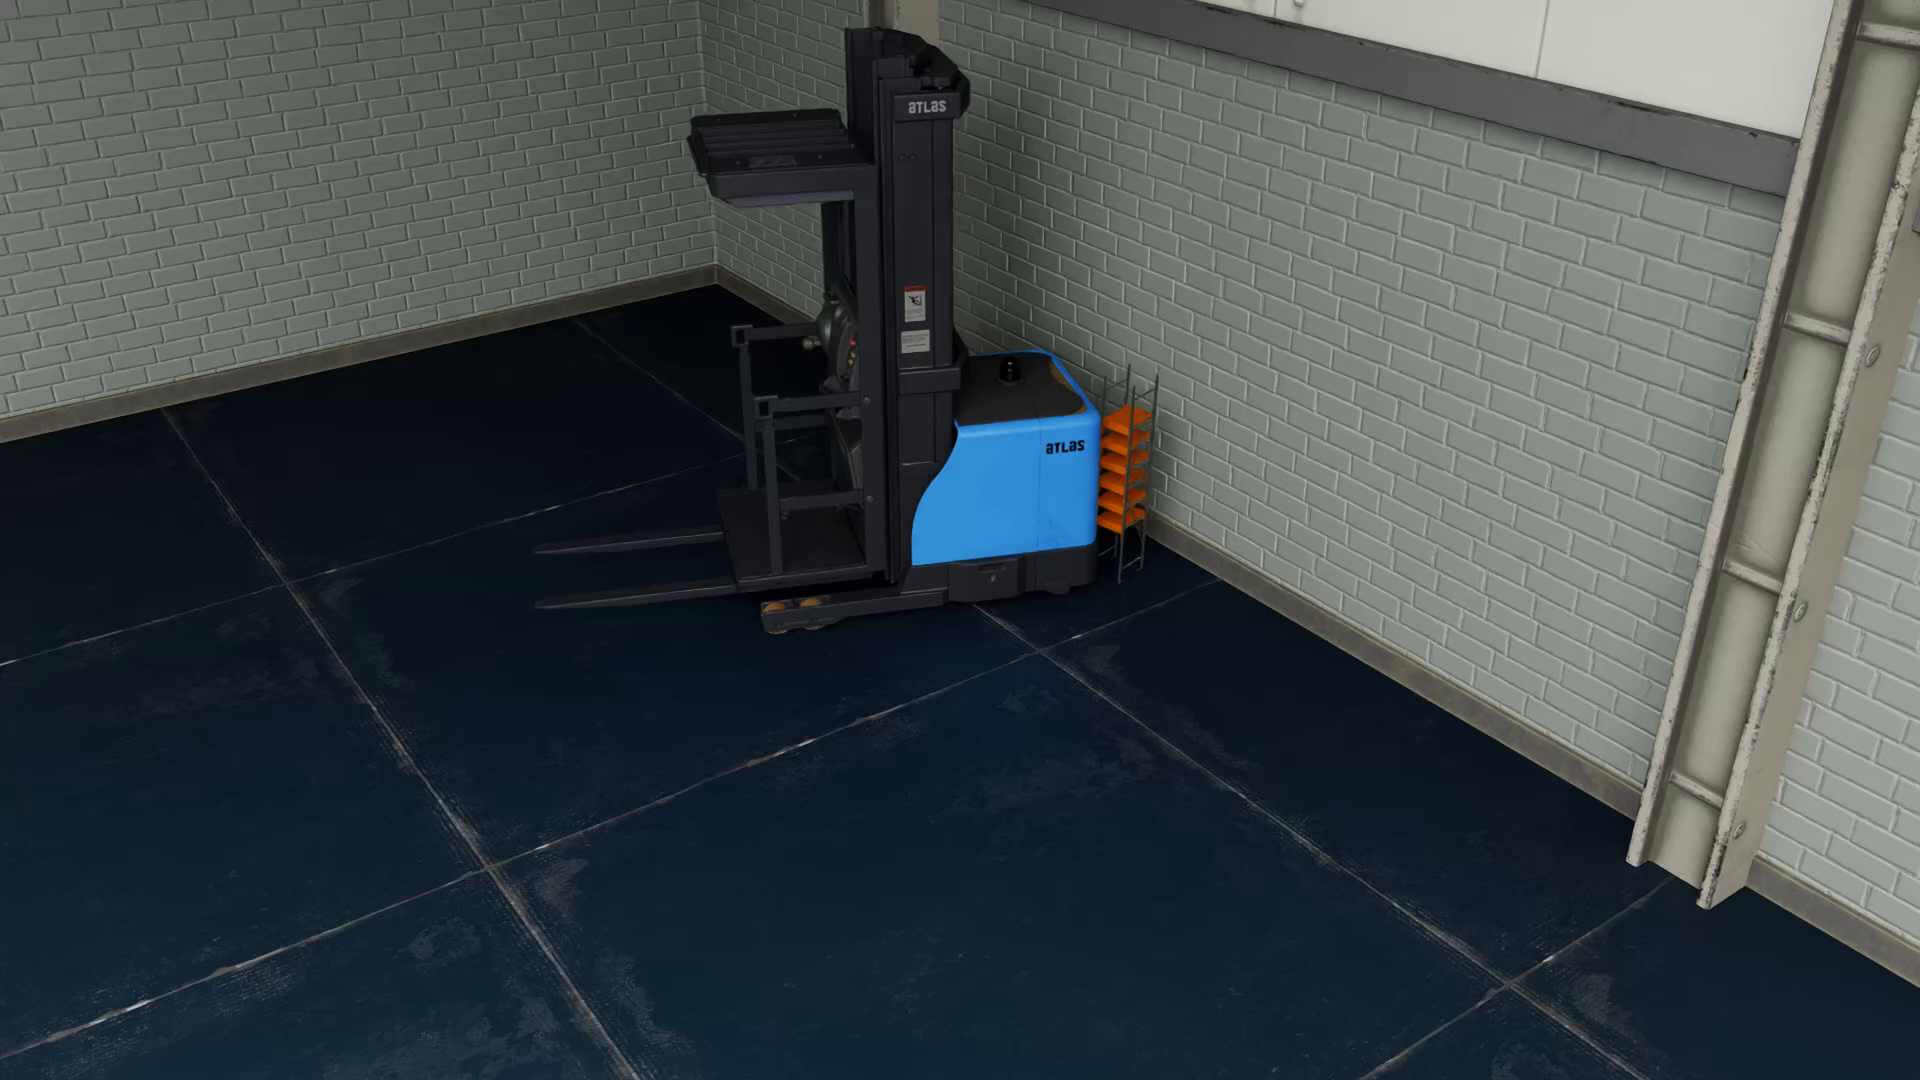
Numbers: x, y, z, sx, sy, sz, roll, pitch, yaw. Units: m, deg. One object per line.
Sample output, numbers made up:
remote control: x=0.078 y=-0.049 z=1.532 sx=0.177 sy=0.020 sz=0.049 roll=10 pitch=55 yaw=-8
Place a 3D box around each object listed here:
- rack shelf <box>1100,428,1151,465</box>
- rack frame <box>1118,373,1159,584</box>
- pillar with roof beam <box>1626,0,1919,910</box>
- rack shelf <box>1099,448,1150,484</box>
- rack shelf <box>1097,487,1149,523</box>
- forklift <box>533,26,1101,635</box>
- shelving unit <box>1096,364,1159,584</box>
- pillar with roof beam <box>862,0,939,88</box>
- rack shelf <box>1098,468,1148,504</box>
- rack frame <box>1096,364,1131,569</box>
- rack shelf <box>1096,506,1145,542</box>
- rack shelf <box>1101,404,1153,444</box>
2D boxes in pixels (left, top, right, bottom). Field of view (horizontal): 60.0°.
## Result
rack shelf: x=0.906 y=-0.524 z=9.043 sx=0.180 sy=0.103 sz=0.258 roll=23 pitch=36 yaw=33
rack frame: x=0.973 y=-0.323 z=9.088 sx=0.006 sy=1.200 sz=0.240 roll=23 pitch=36 yaw=33
pillar with roof beam: x=-0.389 y=-1.342 z=2.793 sx=9.100 sy=9.000 sz=0.400 roll=-19 pitch=34 yaw=-31
rack shelf: x=0.904 y=-0.419 z=9.102 sx=0.180 sy=0.103 sz=0.258 roll=23 pitch=36 yaw=33
rack shelf: x=0.900 y=-0.210 z=9.219 sx=0.180 sy=0.103 sz=0.258 roll=23 pitch=36 yaw=33
forklift: x=-0.814 y=-1.064 z=8.638 sx=3.031 sy=2.935 sz=1.130 roll=-6 pitch=29 yaw=-12
shelving unit: x=0.902 y=-0.353 z=9.139 sx=0.189 sy=1.200 sz=0.258 roll=23 pitch=36 yaw=33
pillar with roof beam: x=-3.869 y=-3.675 z=7.088 sx=9.100 sy=9.000 sz=0.400 roll=-19 pitch=34 yaw=-31
rack shelf: x=0.902 y=-0.315 z=9.161 sx=0.180 sy=0.103 sz=0.258 roll=23 pitch=36 yaw=33
rack frame: x=0.832 y=-0.383 z=9.189 sx=0.006 sy=1.200 sz=0.240 roll=23 pitch=36 yaw=33
rack shelf: x=0.897 y=-0.105 z=9.278 sx=0.180 sy=0.103 sz=0.258 roll=23 pitch=36 yaw=33
rack shelf: x=0.908 y=-0.628 z=8.984 sx=0.180 sy=0.103 sz=0.258 roll=23 pitch=36 yaw=33
